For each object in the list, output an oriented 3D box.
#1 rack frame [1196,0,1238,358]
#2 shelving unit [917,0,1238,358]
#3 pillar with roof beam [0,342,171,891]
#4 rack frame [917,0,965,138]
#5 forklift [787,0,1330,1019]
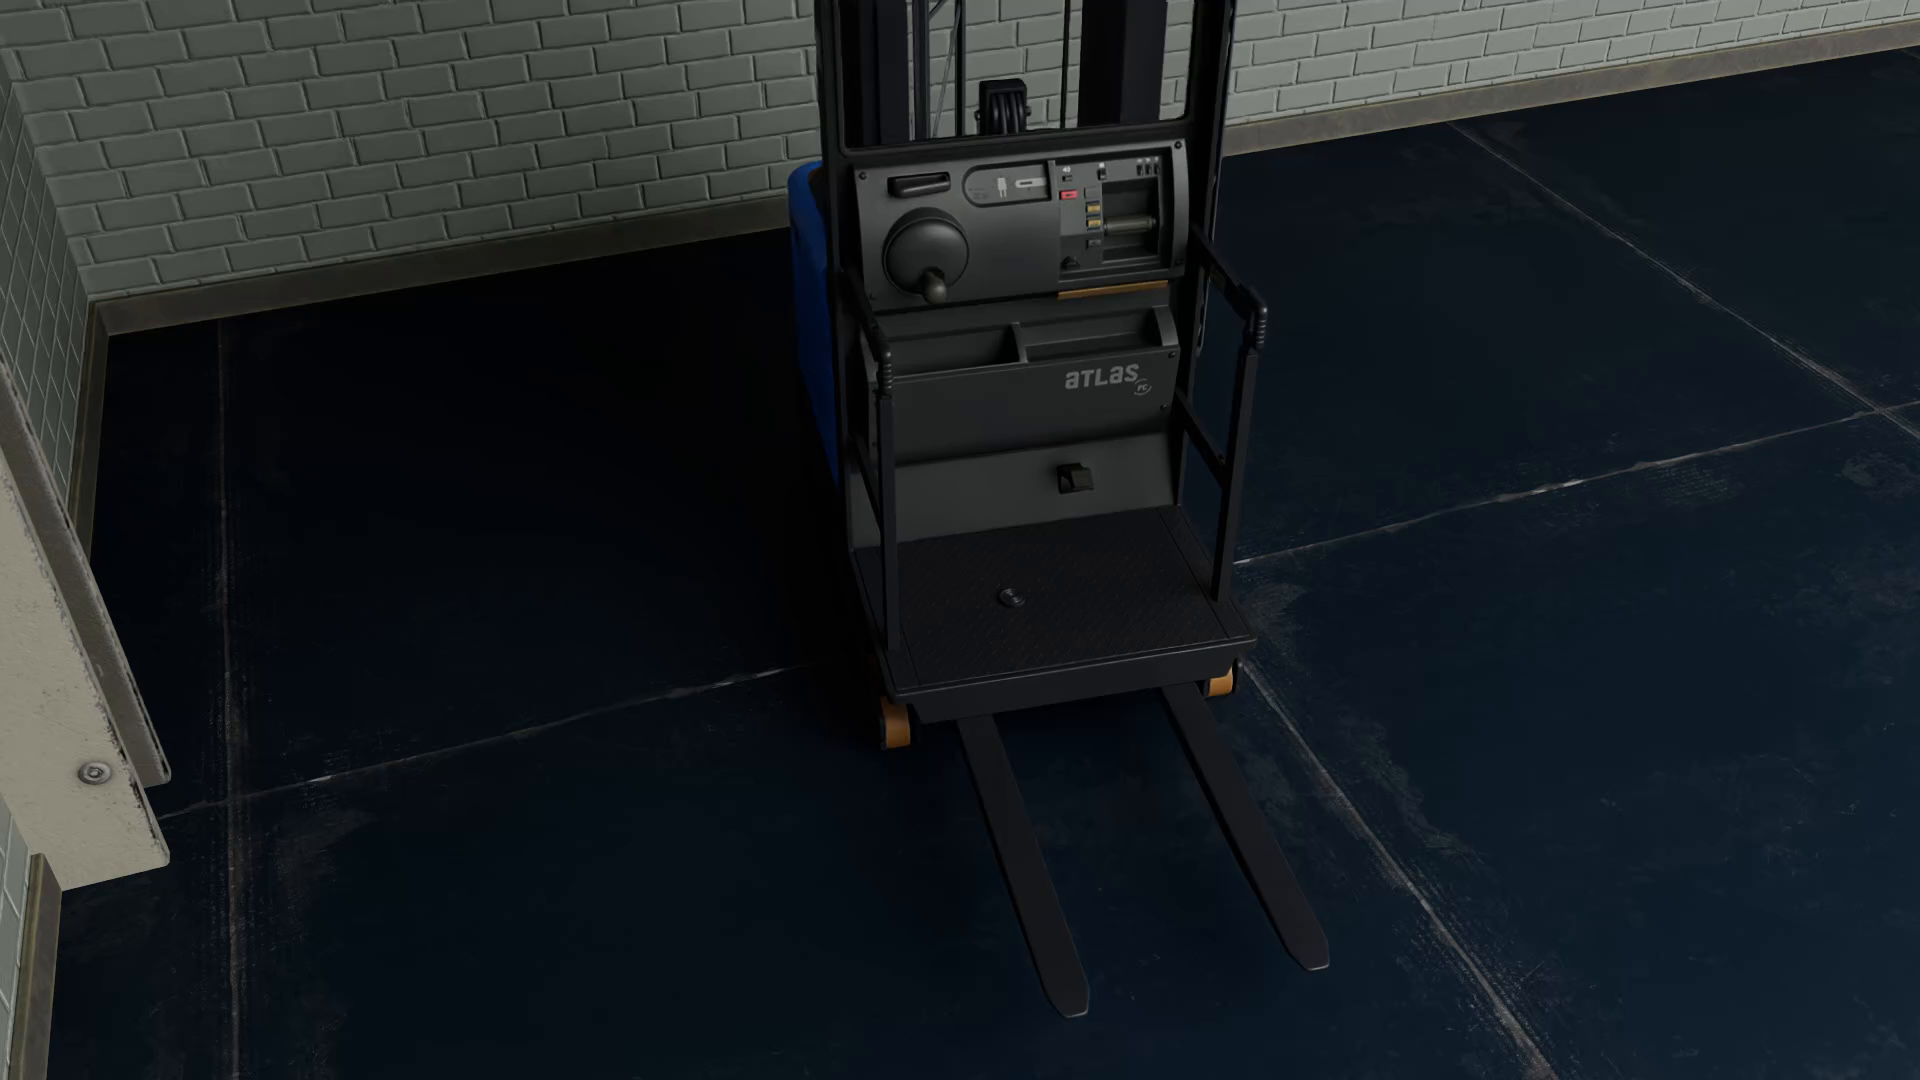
[{"bbox_3d":[0.909,-1.257,6.172,0.032,1.500,0.500,10,38,13],"label":"rack frame"},{"bbox_3d":[0.422,-1.345,6.288,1.048,1.500,0.538,10,38,13],"label":"shelving unit"},{"bbox_3d":[1.657,-3.674,3.148,9.100,9.000,0.400,-12,39,-16],"label":"pillar with roof beam"},{"bbox_3d":[-0.065,-1.432,6.404,0.032,1.500,0.500,10,38,13],"label":"rack frame"},{"bbox_3d":[0.227,-0.806,4.383,1.130,2.935,3.031,-8,38,-10],"label":"forklift"}]
